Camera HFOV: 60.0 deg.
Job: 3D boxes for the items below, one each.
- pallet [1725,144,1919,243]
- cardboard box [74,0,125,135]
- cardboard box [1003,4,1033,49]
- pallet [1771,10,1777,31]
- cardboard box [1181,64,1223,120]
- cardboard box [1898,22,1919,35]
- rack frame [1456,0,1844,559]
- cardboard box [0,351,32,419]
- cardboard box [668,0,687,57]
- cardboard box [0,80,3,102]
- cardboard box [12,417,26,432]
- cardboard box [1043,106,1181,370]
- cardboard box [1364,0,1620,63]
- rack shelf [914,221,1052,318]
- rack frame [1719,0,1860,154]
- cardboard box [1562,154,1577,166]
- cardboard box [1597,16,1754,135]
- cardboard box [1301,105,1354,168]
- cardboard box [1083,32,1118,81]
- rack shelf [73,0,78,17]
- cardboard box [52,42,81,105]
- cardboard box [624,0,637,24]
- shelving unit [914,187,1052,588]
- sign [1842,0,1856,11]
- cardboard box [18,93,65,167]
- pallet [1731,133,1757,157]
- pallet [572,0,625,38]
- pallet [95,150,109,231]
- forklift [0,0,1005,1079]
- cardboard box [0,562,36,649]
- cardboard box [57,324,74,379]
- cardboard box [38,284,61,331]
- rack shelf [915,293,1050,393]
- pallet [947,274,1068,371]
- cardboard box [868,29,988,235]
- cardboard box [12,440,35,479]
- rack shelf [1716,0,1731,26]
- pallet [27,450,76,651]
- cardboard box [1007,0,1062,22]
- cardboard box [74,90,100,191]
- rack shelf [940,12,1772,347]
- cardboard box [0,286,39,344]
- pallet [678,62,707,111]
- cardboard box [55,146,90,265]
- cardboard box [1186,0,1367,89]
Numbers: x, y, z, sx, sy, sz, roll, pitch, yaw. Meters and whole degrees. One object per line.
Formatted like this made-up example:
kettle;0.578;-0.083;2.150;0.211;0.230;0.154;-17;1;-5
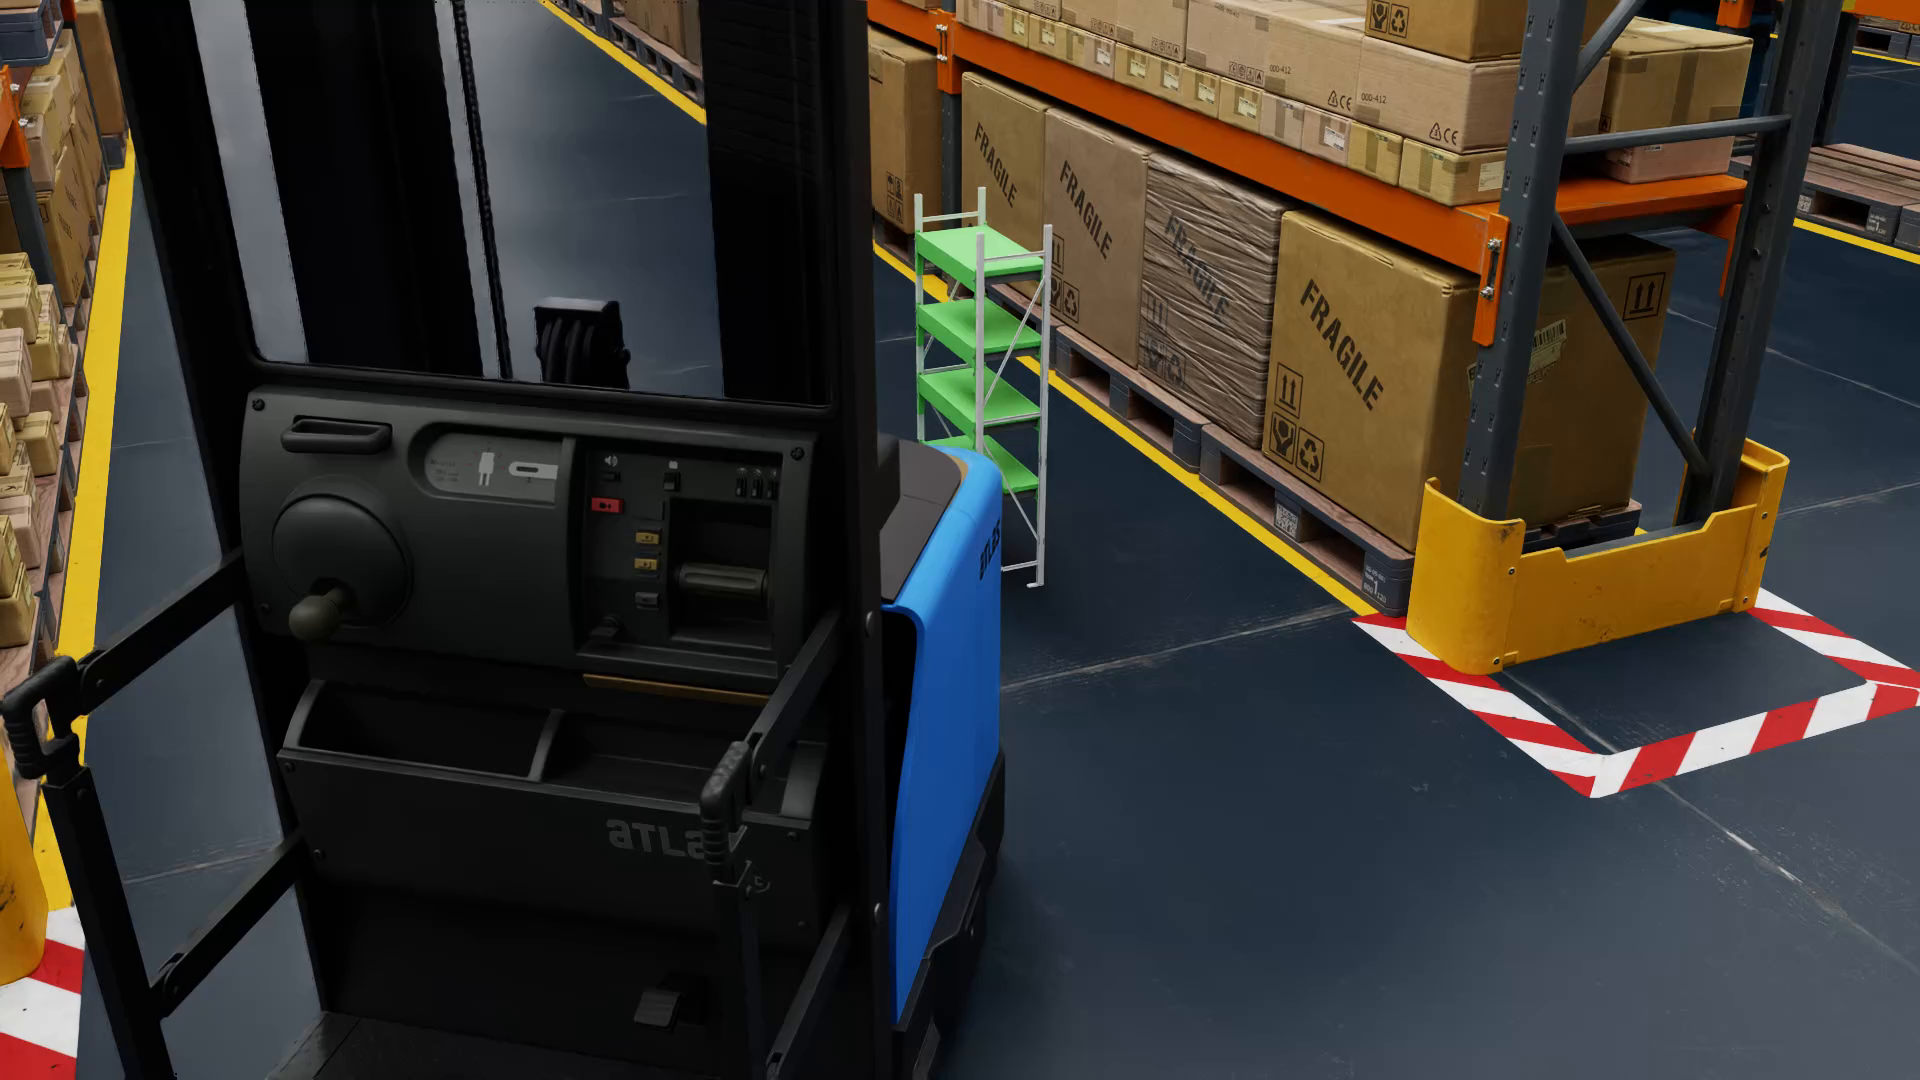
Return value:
pallet;5.274;-2.039;9.685;1.003;0.211;1.213;-11;28;-21
cardboard box;-5.933;-2.973;10.506;1.050;0.750;0.750;-11;28;-21
cardboard box;0.409;-2.229;7.183;0.380;0.149;0.250;-10;28;-19
pallet;7.656;-5.132;16.021;1.003;0.211;1.213;-11;28;-21
cardboard box;1.014;-1.607;5.909;0.380;0.149;0.250;-10;28;-20
cardboard box;8.260;-4.474;13.842;0.500;0.500;0.500;-11;28;-21
rack frame;1.959;-1.116;4.617;1.000;3.000;0.127;-11;28;-21
cardboard box;-3.253;-0.482;5.410;0.380;0.149;0.250;-12;28;-22
cardboard box;-1.912;-4.137;13.151;0.700;0.500;0.500;-8;27;-16
cardboard box;-3.682;-1.646;5.989;0.380;0.149;0.250;-11;28;-22
cardboard box;-3.430;-0.458;5.702;0.380;0.149;0.250;-10;28;-19
cardboard box;0.930;-1.321;6.980;0.875;0.875;0.875;-11;28;-21
cardboard box;1.527;-1.671;4.730;0.500;0.500;0.500;-10;28;-20
rack shelf;0.065;-0.846;5.167;0.258;0.148;0.480;-11;28;-21
rack frame;4.950;-3.582;9.667;1.000;3.000;0.127;-11;28;-21
cardboard box;2.022;-1.306;5.293;0.380;0.149;0.250;-11;28;-21
cardboard box;2.020;-1.422;5.077;0.500;0.250;0.500;-11;28;-22
cardboard box;1.316;-1.297;5.274;0.380;0.149;0.250;-11;28;-20
cardboard box;0.711;-1.918;6.546;0.380;0.149;0.250;-10;28;-20
rack shelf;-6.560;-4.018;11.381;1.077;0.370;4.000;-11;28;-21
cardboard box;-5.060;-2.504;8.975;0.500;0.250;0.500;-10;28;-20
cardboard box;-2.519;-4.783;14.476;0.700;0.500;0.500;-13;29;-25
shelving unit;0.065;-0.472;5.350;0.258;1.200;0.503;-11;28;-21
sign;2.472;-1.634;4.600;0.100;0.325;0.005;-11;28;-21
cardboard box;-4.468;-1.880;7.698;0.500;0.250;0.500;-10;28;-19
pallet;4.686;-2.647;10.932;1.003;0.211;1.213;-11;28;-21
pallet;-3.036;-4.972;15.694;1.003;0.211;1.213;-11;28;-21
pallet;-5.472;-1.965;9.535;1.003;0.211;1.213;-11;28;-21
forklift;-0.717;0.027;2.353;1.130;2.935;3.031;6;27;11
cardboard box;-2.835;0.209;4.675;0.380;0.149;0.250;-10;28;-20
cardboard box;-3.743;-0.727;6.591;0.380;0.149;0.250;-10;28;-20
cardboard box;-3.795;-0.888;6.582;0.380;0.149;0.250;-10;28;-20
rack shelf;0.065;-0.631;5.273;0.258;0.148;0.480;-11;28;-21
pallet;0.619;-1.157;7.880;1.003;0.211;1.213;-11;28;-21
cardboard box;0.124;-2.220;8.820;1.225;0.875;0.875;-10;28;-20
cardboard box;-3.298;-0.193;5.496;0.380;0.149;0.250;-10;28;-20
rack shelf;4.167;-4.066;11.479;1.077;0.370;4.000;-11;28;-21
pallet;-3.433;0.092;5.321;1.003;0.211;1.213;-11;28;-21
cardboard box;0.526;-2.361;6.998;0.500;0.250;0.500;-11;28;-21
cardboard box;-5.079;-2.169;9.143;0.500;0.500;0.500;-9;28;-19
rack shelf;1.176;-1.600;6.428;1.077;0.370;4.000;-11;28;-21
cardboard box;-3.591;-0.800;6.062;0.380;0.149;0.250;-11;28;-21
pallet;-1.478;-3.408;12.490;1.003;0.211;1.213;-11;28;-21
cardboard box;-4.465;-1.542;7.860;0.500;0.500;0.500;-9;28;-18
cardboard box;1.128;-1.743;5.732;0.500;0.250;0.500;-12;28;-22
